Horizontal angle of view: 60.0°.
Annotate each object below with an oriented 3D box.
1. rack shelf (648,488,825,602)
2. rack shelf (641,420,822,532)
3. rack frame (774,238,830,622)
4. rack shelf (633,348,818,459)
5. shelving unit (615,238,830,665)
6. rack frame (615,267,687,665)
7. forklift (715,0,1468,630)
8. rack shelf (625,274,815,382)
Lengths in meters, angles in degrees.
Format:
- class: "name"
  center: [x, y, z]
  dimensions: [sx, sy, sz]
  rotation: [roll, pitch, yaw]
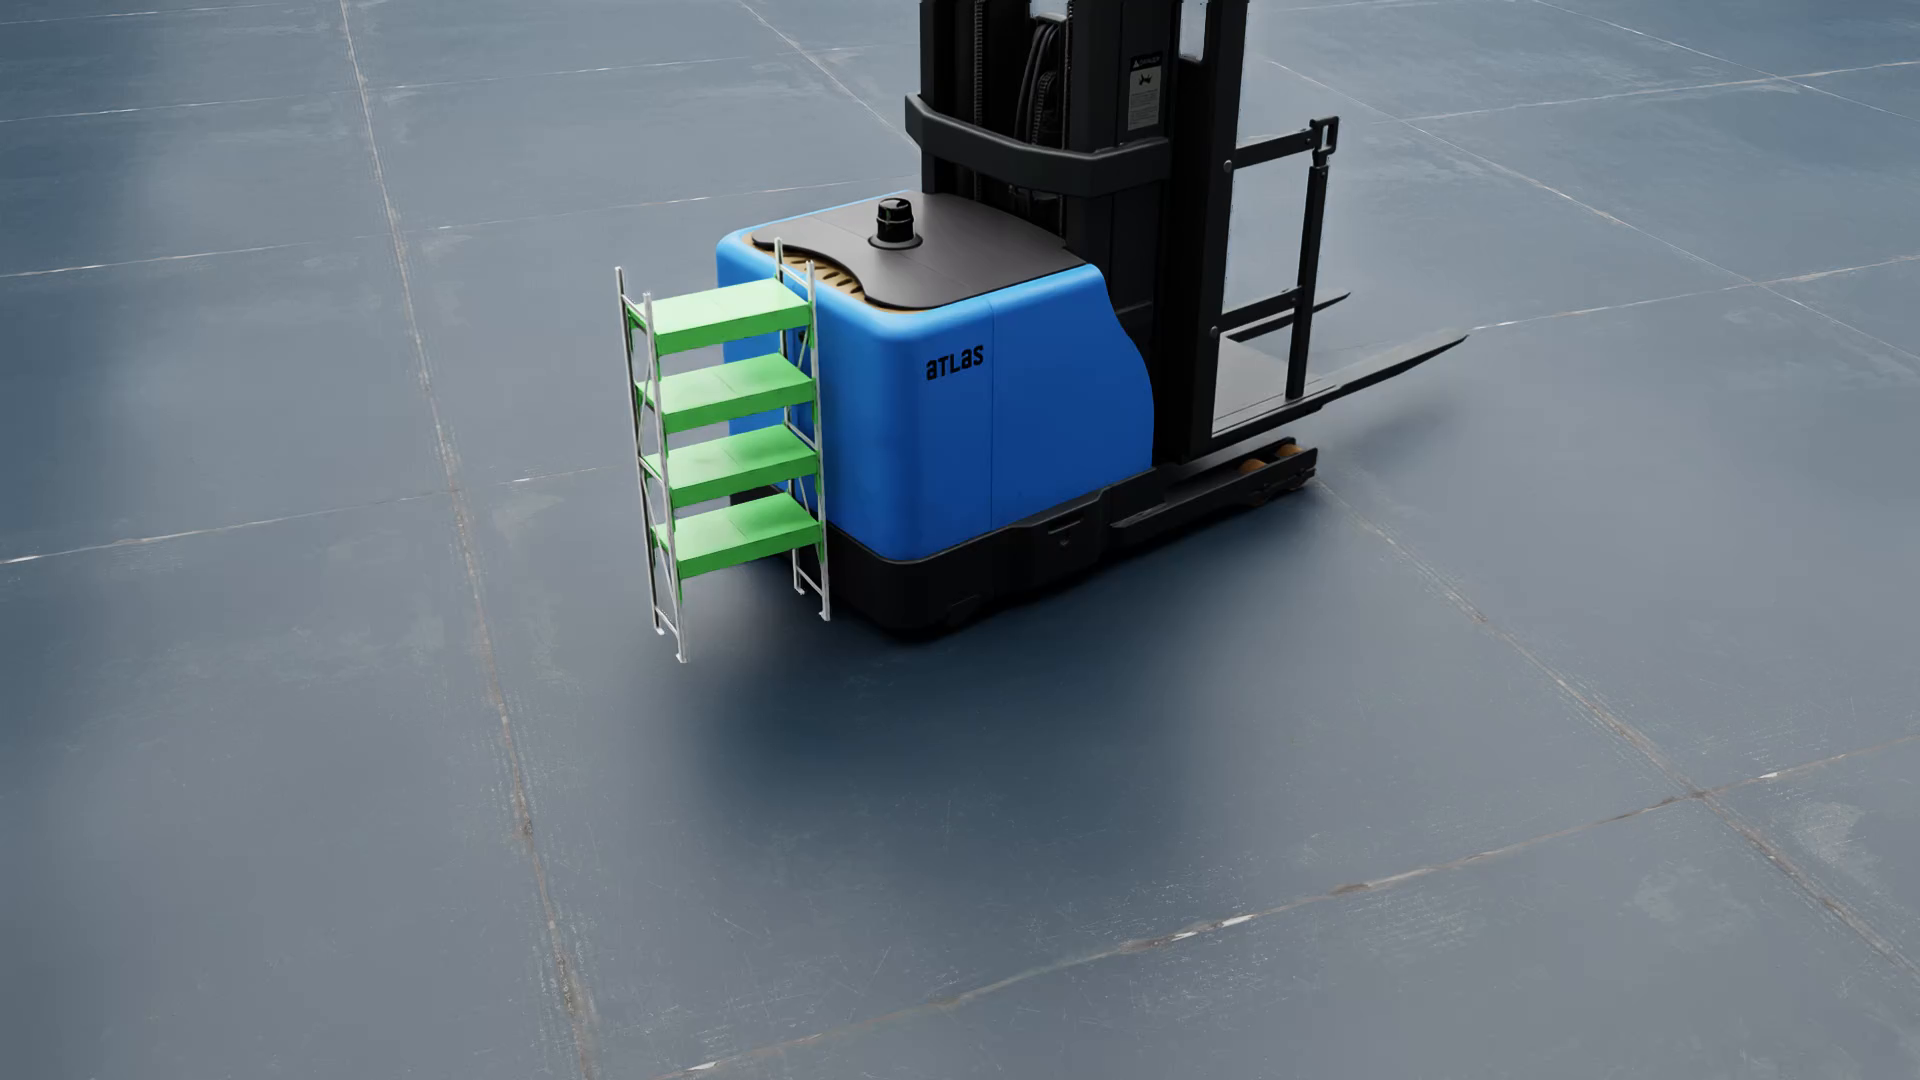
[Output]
- class: "rack shelf"
  center: [-0.691, 0.010, 5.134]
  dimensions: [0.480, 0.148, 0.258]
  rotation: [-16, 33, -26]
- class: "rack shelf"
  center: [-0.691, -0.198, 5.015]
  dimensions: [0.480, 0.148, 0.258]
  rotation: [-16, 33, -26]
- class: "rack frame"
  center: [-0.479, -0.314, 5.089]
  dimensions: [0.015, 1.200, 0.240]
  rotation: [-16, 33, -26]
- class: "rack shelf"
  center: [-0.691, -0.407, 4.896]
  dimensions: [0.480, 0.148, 0.258]
  rotation: [-16, 33, -26]
- class: "shelving unit"
  center: [-0.691, -0.254, 4.983]
  dimensions: [0.503, 1.200, 0.258]
  rotation: [-16, 33, -26]
- class: "rack frame"
  center: [-0.902, -0.193, 4.877]
  dimensions: [0.015, 1.200, 0.240]
  rotation: [-16, 33, -26]
- class: "forklift"
  center: [0.675, -1.580, 5.562]
  dimensions: [3.031, 2.935, 1.130]
  rotation: [-21, 36, -33]
- class: "rack shelf"
  center: [-0.691, -0.615, 4.777]
  dimensions: [0.480, 0.148, 0.258]
  rotation: [-16, 33, -26]
